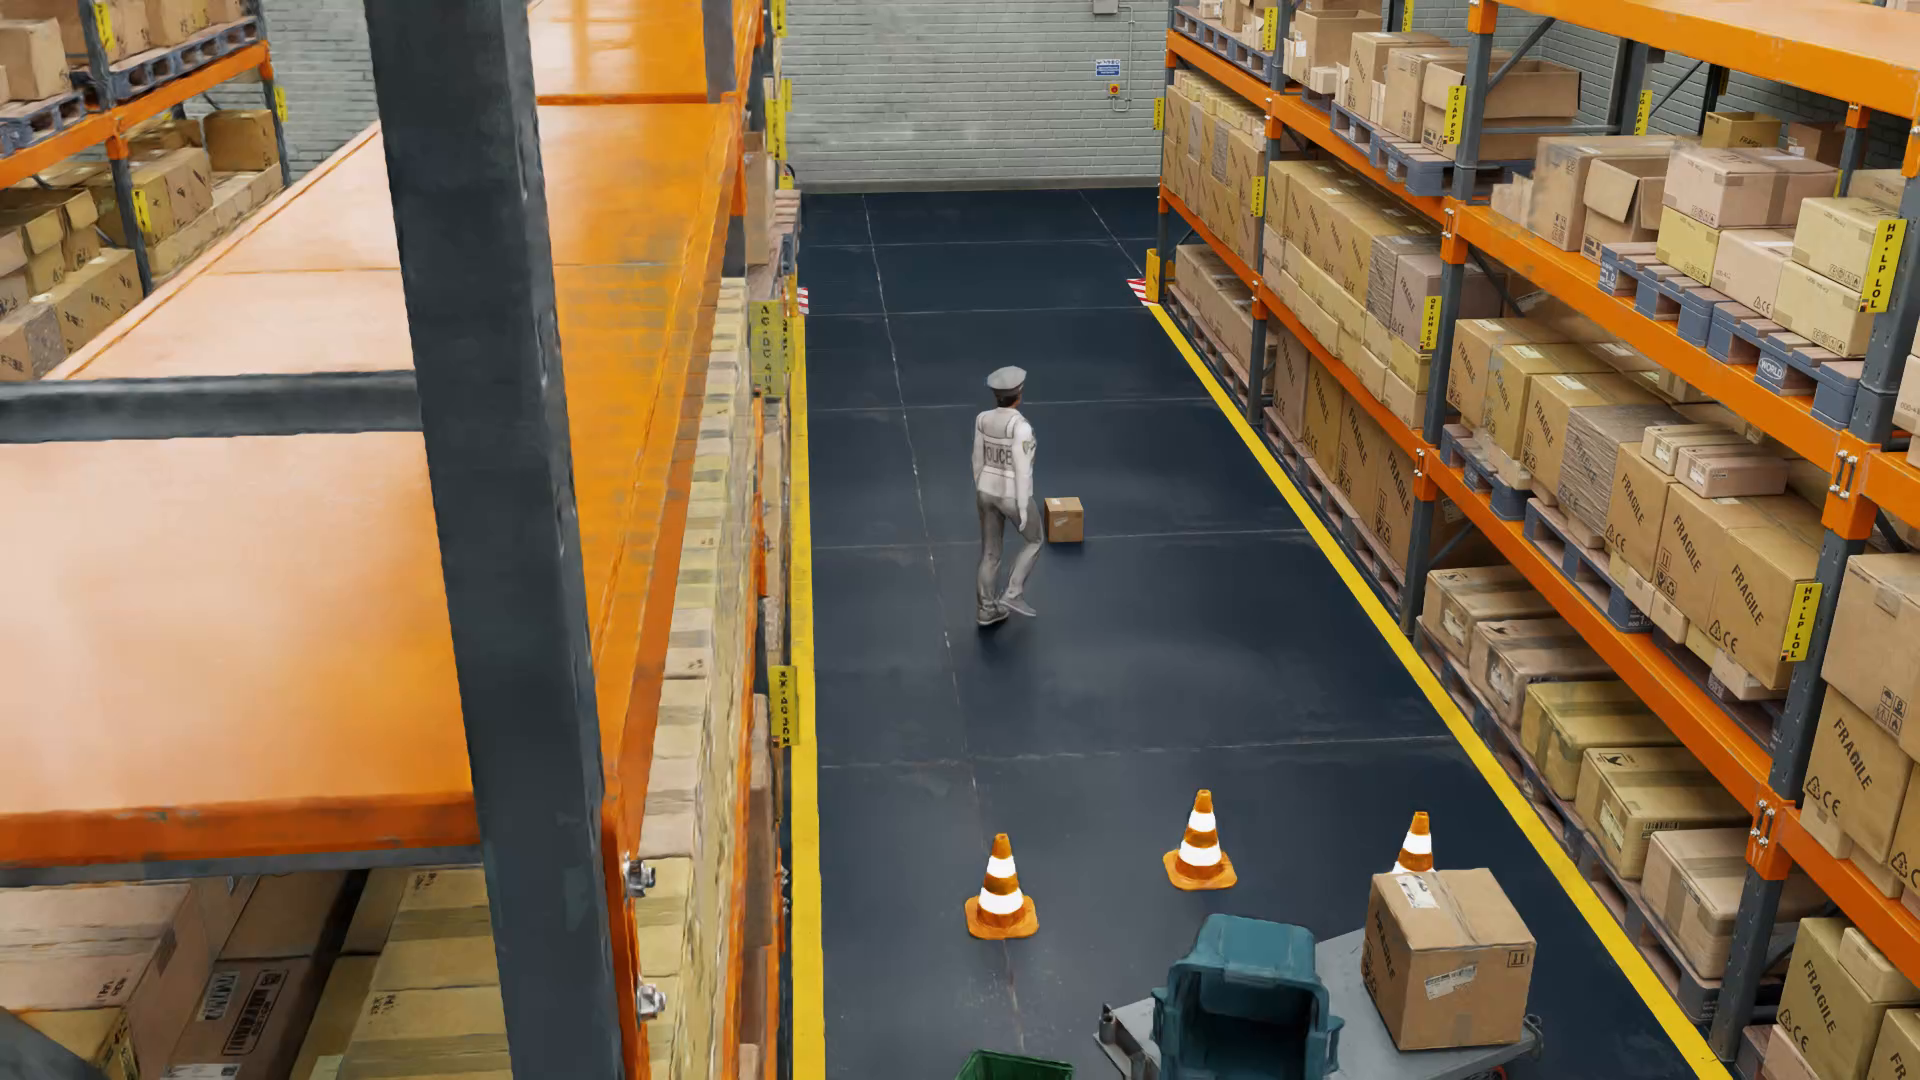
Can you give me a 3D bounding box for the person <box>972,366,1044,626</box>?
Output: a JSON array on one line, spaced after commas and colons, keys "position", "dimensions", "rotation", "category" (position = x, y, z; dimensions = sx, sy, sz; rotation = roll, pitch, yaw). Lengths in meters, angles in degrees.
[{"position": [0.270, -0.272, 10.651], "dimensions": [0.509, 1.663, 0.483], "rotation": [17, 29, 34], "category": "person"}]
